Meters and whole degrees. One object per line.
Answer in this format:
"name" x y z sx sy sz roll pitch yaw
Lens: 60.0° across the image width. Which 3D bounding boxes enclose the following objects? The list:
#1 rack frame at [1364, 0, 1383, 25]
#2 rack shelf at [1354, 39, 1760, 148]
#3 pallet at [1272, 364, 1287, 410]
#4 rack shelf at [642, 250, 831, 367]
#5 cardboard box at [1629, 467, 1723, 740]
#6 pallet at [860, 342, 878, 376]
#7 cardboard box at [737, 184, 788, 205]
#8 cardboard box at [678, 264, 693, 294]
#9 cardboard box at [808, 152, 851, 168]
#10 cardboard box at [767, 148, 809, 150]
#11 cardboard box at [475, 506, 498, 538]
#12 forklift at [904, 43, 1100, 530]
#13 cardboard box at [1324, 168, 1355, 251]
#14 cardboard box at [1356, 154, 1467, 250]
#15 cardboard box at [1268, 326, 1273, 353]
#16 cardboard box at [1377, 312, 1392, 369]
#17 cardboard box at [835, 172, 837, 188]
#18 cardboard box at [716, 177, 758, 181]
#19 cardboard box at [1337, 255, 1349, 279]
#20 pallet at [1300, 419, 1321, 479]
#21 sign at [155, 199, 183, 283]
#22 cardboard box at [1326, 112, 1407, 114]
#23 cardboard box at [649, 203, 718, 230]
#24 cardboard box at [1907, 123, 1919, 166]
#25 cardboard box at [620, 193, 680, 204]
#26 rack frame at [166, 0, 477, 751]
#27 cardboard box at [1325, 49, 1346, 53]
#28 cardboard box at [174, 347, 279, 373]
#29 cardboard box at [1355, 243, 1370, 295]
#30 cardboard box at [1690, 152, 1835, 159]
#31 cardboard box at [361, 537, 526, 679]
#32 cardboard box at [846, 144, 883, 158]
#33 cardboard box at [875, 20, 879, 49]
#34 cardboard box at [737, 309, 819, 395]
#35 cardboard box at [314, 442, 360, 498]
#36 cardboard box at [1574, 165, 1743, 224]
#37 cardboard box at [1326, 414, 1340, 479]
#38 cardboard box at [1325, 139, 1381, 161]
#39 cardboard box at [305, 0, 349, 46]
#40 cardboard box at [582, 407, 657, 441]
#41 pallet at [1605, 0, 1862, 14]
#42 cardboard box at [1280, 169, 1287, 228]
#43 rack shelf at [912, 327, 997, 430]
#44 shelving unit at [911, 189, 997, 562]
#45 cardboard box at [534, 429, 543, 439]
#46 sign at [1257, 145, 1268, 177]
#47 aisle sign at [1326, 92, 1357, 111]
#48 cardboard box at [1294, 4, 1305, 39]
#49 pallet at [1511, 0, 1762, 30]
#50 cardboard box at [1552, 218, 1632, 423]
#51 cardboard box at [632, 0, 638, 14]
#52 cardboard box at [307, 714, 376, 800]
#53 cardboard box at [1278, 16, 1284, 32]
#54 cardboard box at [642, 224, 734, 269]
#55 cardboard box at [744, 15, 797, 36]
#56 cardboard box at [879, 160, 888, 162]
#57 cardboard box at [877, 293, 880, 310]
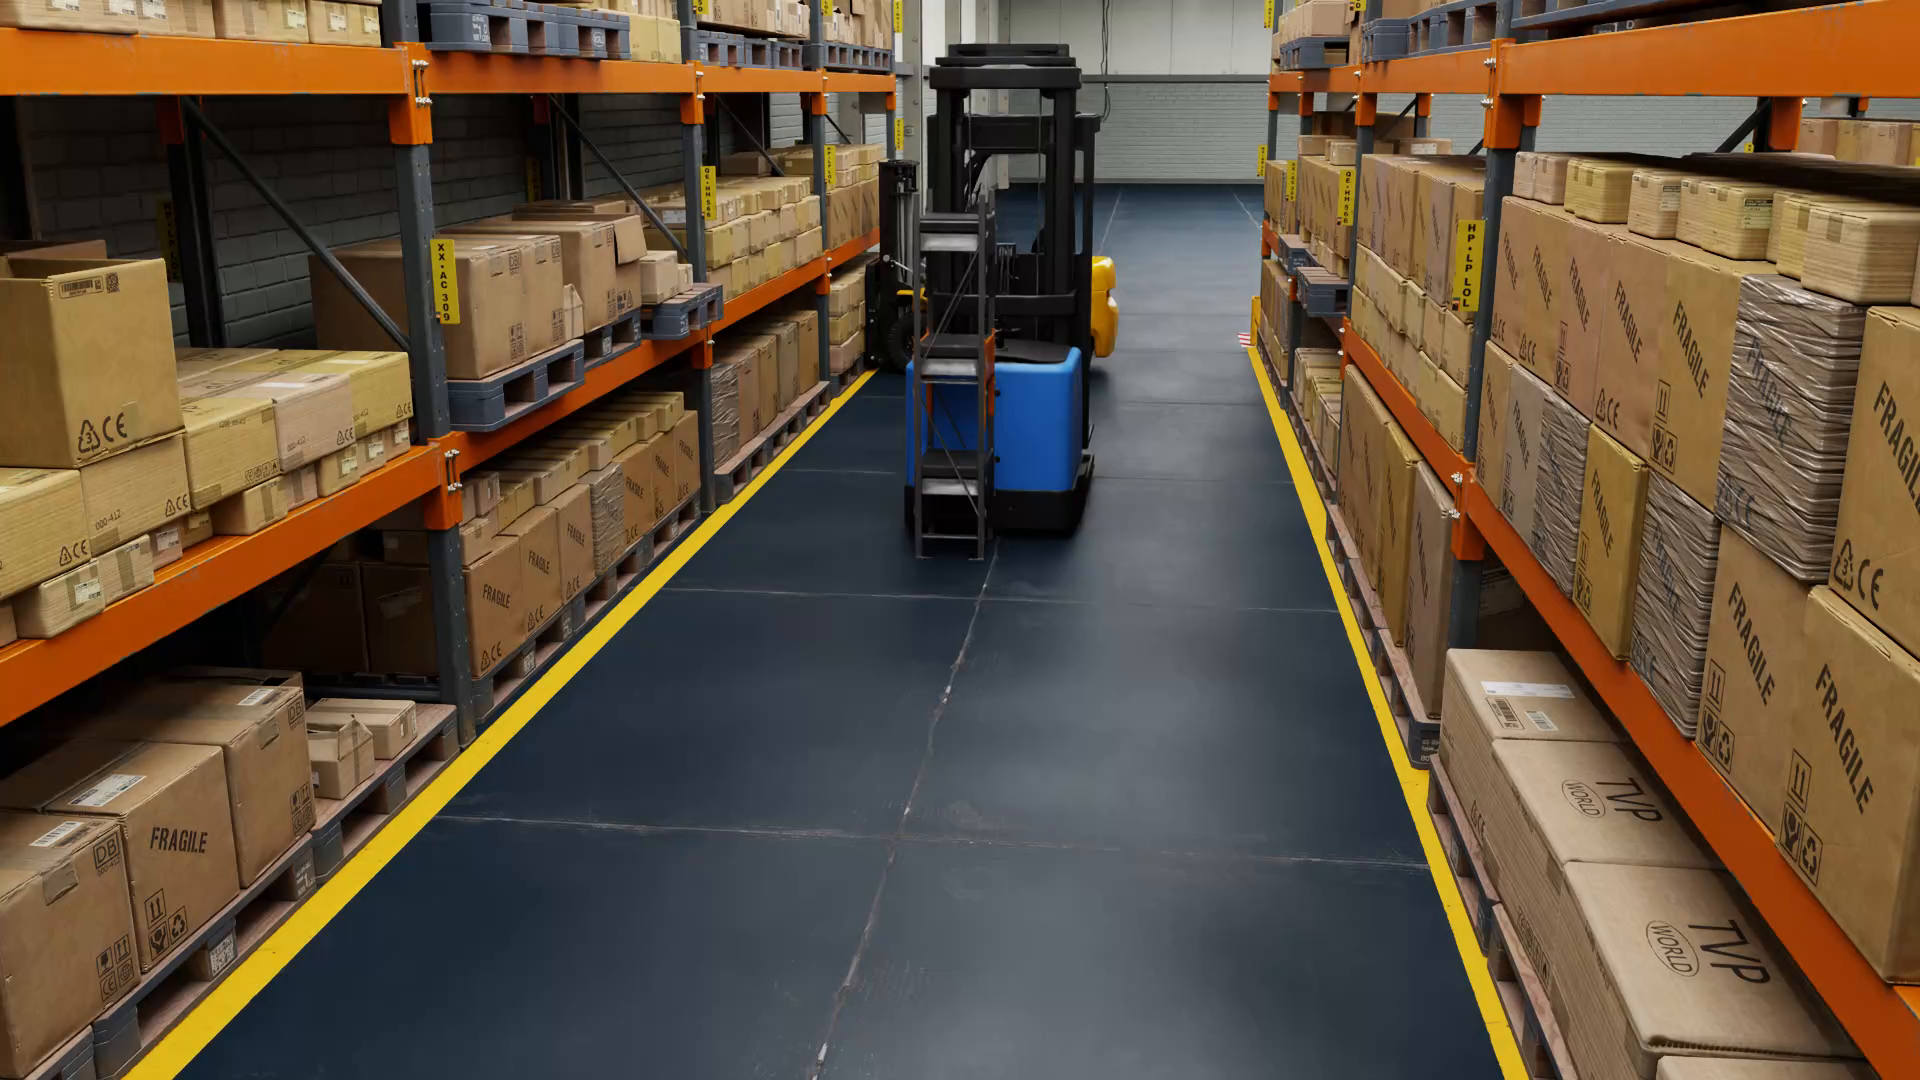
"rack frame" 2.834 -4.390 9.159 1.000 3.000 0.127 2 15 6
"rack shelf" 2.608 -2.076 7.726 1.077 0.370 4.000 2 15 6
"pallet" 3.326 -1.361 14.791 1.003 0.211 1.213 2 15 6
"rack shelf" -1.873 -1.811 12.492 1.077 0.370 4.000 2 15 6
"cardboard box" 1.842 0.136 3.722 0.500 0.500 0.500 2 15 8
"pallet" -1.381 -1.853 16.612 1.003 0.211 1.213 2 15 6
"cardboard box" -1.546 -2.676 12.877 0.380 0.149 0.250 1 15 5
"cardboard box" -1.791 -1.539 9.785 0.380 0.149 0.250 2 15 7
"cardboard box" -1.223 -3.525 15.447 0.380 0.149 0.250 1 15 5
"cardboard box" -1.700 -3.805 16.483 0.380 0.149 0.250 1 15 5
"cardboard box" -2.291 -0.071 7.419 0.380 0.149 0.250 1 15 5
"forklift" 0.362 -1.813 11.252 1.130 2.935 3.031 2 15 7
"cardboard box" 2.656 -2.150 10.799 0.500 0.500 0.500 1 15 5
"cardboard box" 2.535 -1.905 9.352 0.500 0.500 0.500 1 15 4
"cardboard box" 3.257 -1.970 16.163 0.500 0.250 0.500 3 15 10
"cardboard box" 2.423 -1.033 8.523 0.500 0.250 0.500 2 15 8
"cardboard box" -1.321 -3.249 14.997 0.380 0.149 0.250 2 15 6
"cardboard box" -1.900 -2.954 13.905 0.380 0.149 0.250 1 15 5
"cardboard box" 2.595 -1.740 10.525 0.380 0.149 0.250 2 15 7
"pallet" 3.064 -0.667 12.223 1.003 0.211 1.213 2 15 6
"sign" -3.102 -1.177 6.549 0.100 0.325 0.005 2 15 6
"cardboard box" 3.876 -3.839 15.934 0.700 0.500 0.500 2 15 6
"cardboard box" -1.770 -2.075 10.655 0.380 0.149 0.250 2 15 8
"cardboard box" 8.291 -3.101 13.526 0.875 0.550 0.550 2 15 6
"cardboard box" -2.189 -2.359 11.706 0.380 0.149 0.250 2 15 6
"rack frame" -2.550 -0.602 6.643 1.000 3.000 0.127 2 15 6
"cardboard box" 3.068 -4.174 13.823 0.500 0.250 0.500 2 15 6
"cardboard box" -2.874 -0.553 6.178 0.500 0.250 0.500 2 15 6
"cardboard box" 2.531 -1.539 9.437 0.500 0.250 0.500 2 15 6
"cardboard box" 2.664 -1.212 5.547 0.380 0.149 0.250 1 15 5
"cardboard box" -2.272 0.283 7.354 0.500 0.500 0.500 2 15 9
"cardboard box" -1.027 -4.120 17.650 0.380 0.149 0.250 2 15 6
"cardboard box" -1.016 -5.059 16.640 0.396 0.266 0.258 2 15 6
"cardboard box" -1.695 -1.598 14.070 0.875 0.625 0.625 2 15 9
"cardboard box" -2.348 -0.255 5.838 0.380 0.149 0.250 2 15 8
"cardboard box" 1.941 -0.962 4.622 0.380 0.149 0.250 1 15 5
"cardboard box" 2.908 -0.575 10.771 0.950 0.372 0.625 1 15 2
"cardboard box" 2.860 -2.843 12.122 0.380 0.149 0.250 3 15 9
"cardboard box" -2.328 -1.764 5.672 0.380 0.149 0.250 2 15 6
"cardboard box" -1.976 -0.675 9.652 0.380 0.149 0.250 1 15 4
"pallet" 2.140 -1.335 3.775 1.003 0.211 1.213 2 15 6
"cardboard box" 3.194 -3.115 15.173 0.500 0.500 0.500 2 15 8
"rack shelf" -0.028 -0.945 9.686 0.431 0.518 0.480 2 15 7
"shelving unit" -0.028 -0.958 9.683 0.431 2.100 0.503 2 15 7
"cardboard box" -2.595 -0.620 9.450 0.380 0.149 0.250 1 15 4
"sign" 3.197 -4.003 17.562 0.100 0.325 0.005 2 15 6
"aisle sign" 4.032 -4.832 17.304 0.394 0.787 0.004 2 15 6
"cardboard box" 2.765 -3.839 12.349 0.500 0.250 0.500 1 15 6
"pallet" 2.280 -1.650 4.942 1.003 0.211 1.213 2 15 6
"cardboard box" 1.956 -0.608 4.558 0.500 0.500 0.500 2 15 7
"cardboard box" -2.003 -2.975 9.193 0.380 0.149 0.250 2 15 8
"cardboard box" -2.361 0.761 6.036 0.396 0.266 0.258 2 15 8
"cardboard box" 3.289 -5.003 16.125 0.380 0.149 0.250 2 15 6
"cardboard box" -1.781 -1.916 10.830 0.500 0.250 0.500 2 15 6
"cardboard box" -1.470 -3.961 12.802 0.380 0.149 0.250 2 15 6
"cardboard box" -0.956 -3.911 17.444 0.380 0.149 0.250 2 15 7
"cardboard box" -1.045 -2.432 16.913 0.500 0.250 0.500 1 15 5
